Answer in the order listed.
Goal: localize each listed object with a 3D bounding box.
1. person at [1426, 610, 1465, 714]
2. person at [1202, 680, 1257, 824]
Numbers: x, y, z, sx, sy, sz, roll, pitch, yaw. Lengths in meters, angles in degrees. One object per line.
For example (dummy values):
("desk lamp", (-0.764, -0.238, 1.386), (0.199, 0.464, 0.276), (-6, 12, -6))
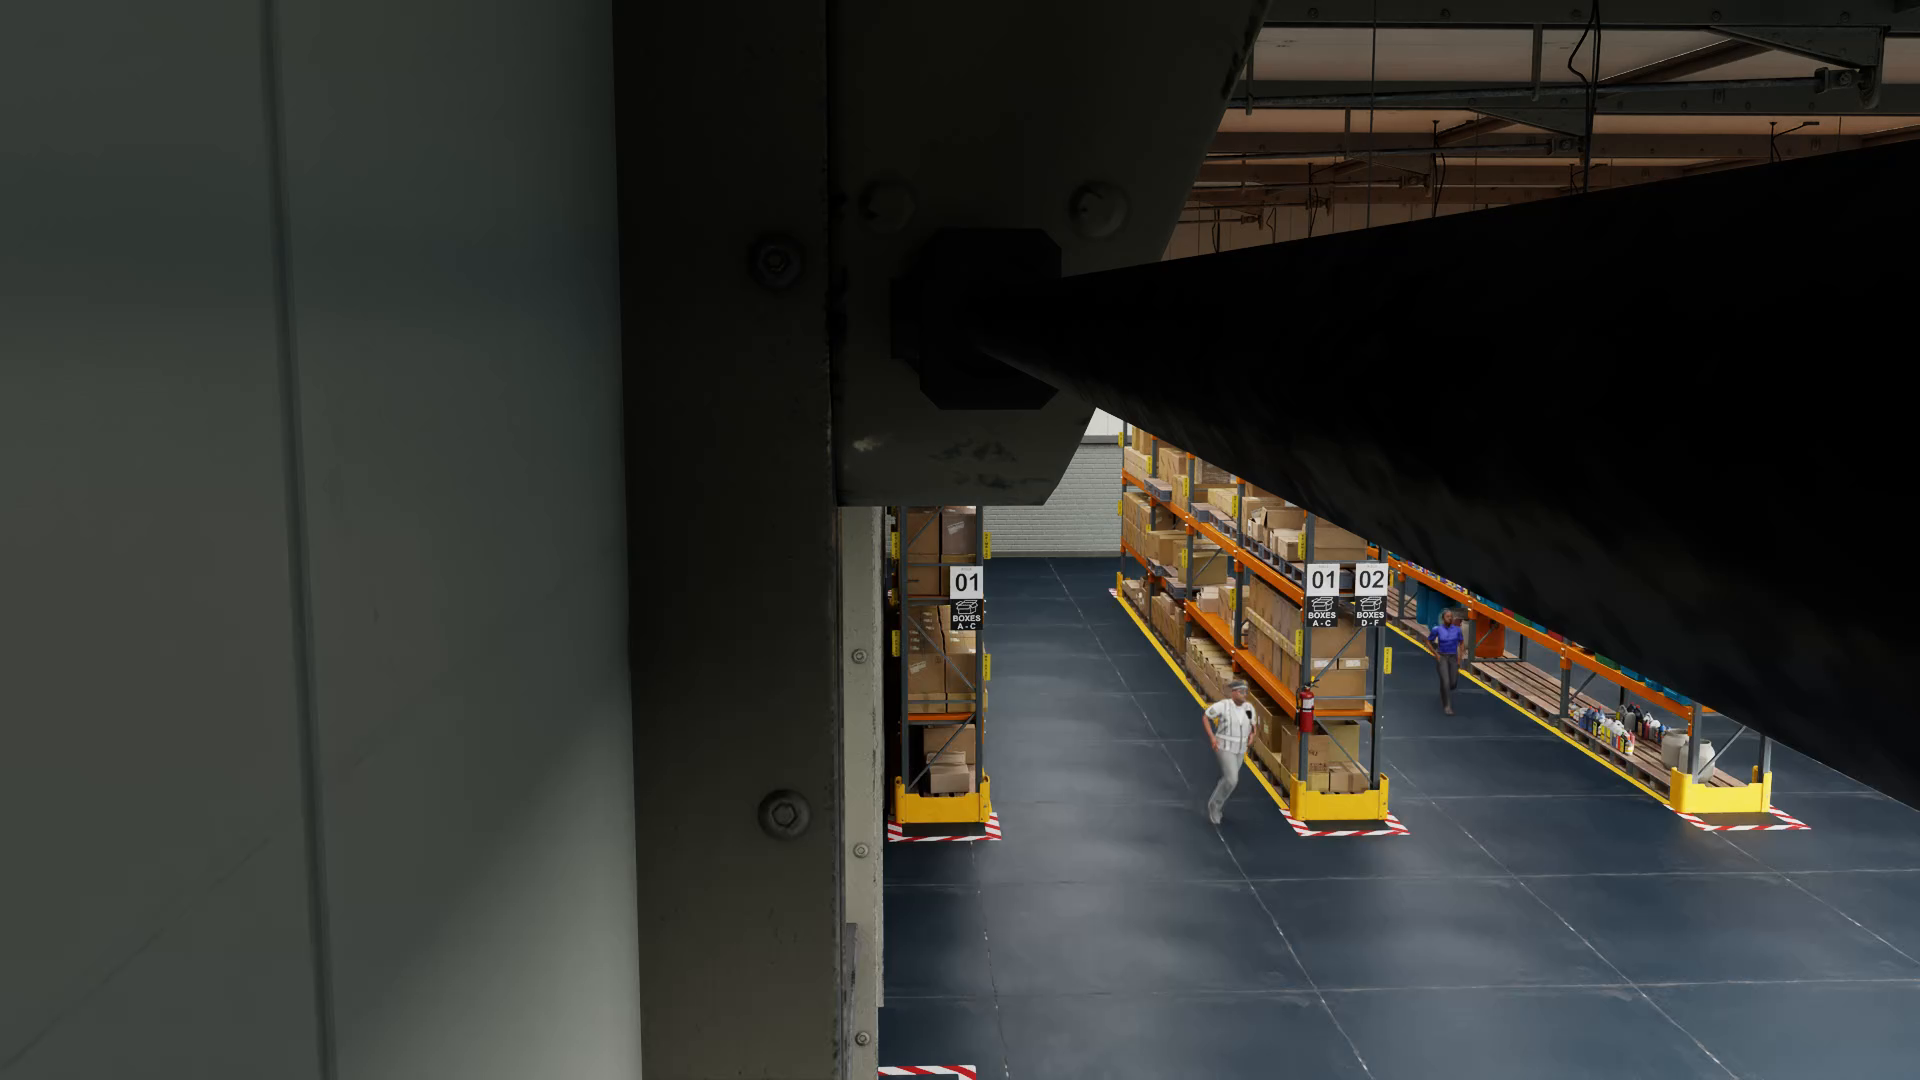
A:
("person", (7.603, 1.883, 26.006), (0.598, 1.608, 0.657), (0, 8, -1))
("person", (3.370, 2.605, 20.561), (0.682, 1.784, 0.653), (-5, 9, -29))
